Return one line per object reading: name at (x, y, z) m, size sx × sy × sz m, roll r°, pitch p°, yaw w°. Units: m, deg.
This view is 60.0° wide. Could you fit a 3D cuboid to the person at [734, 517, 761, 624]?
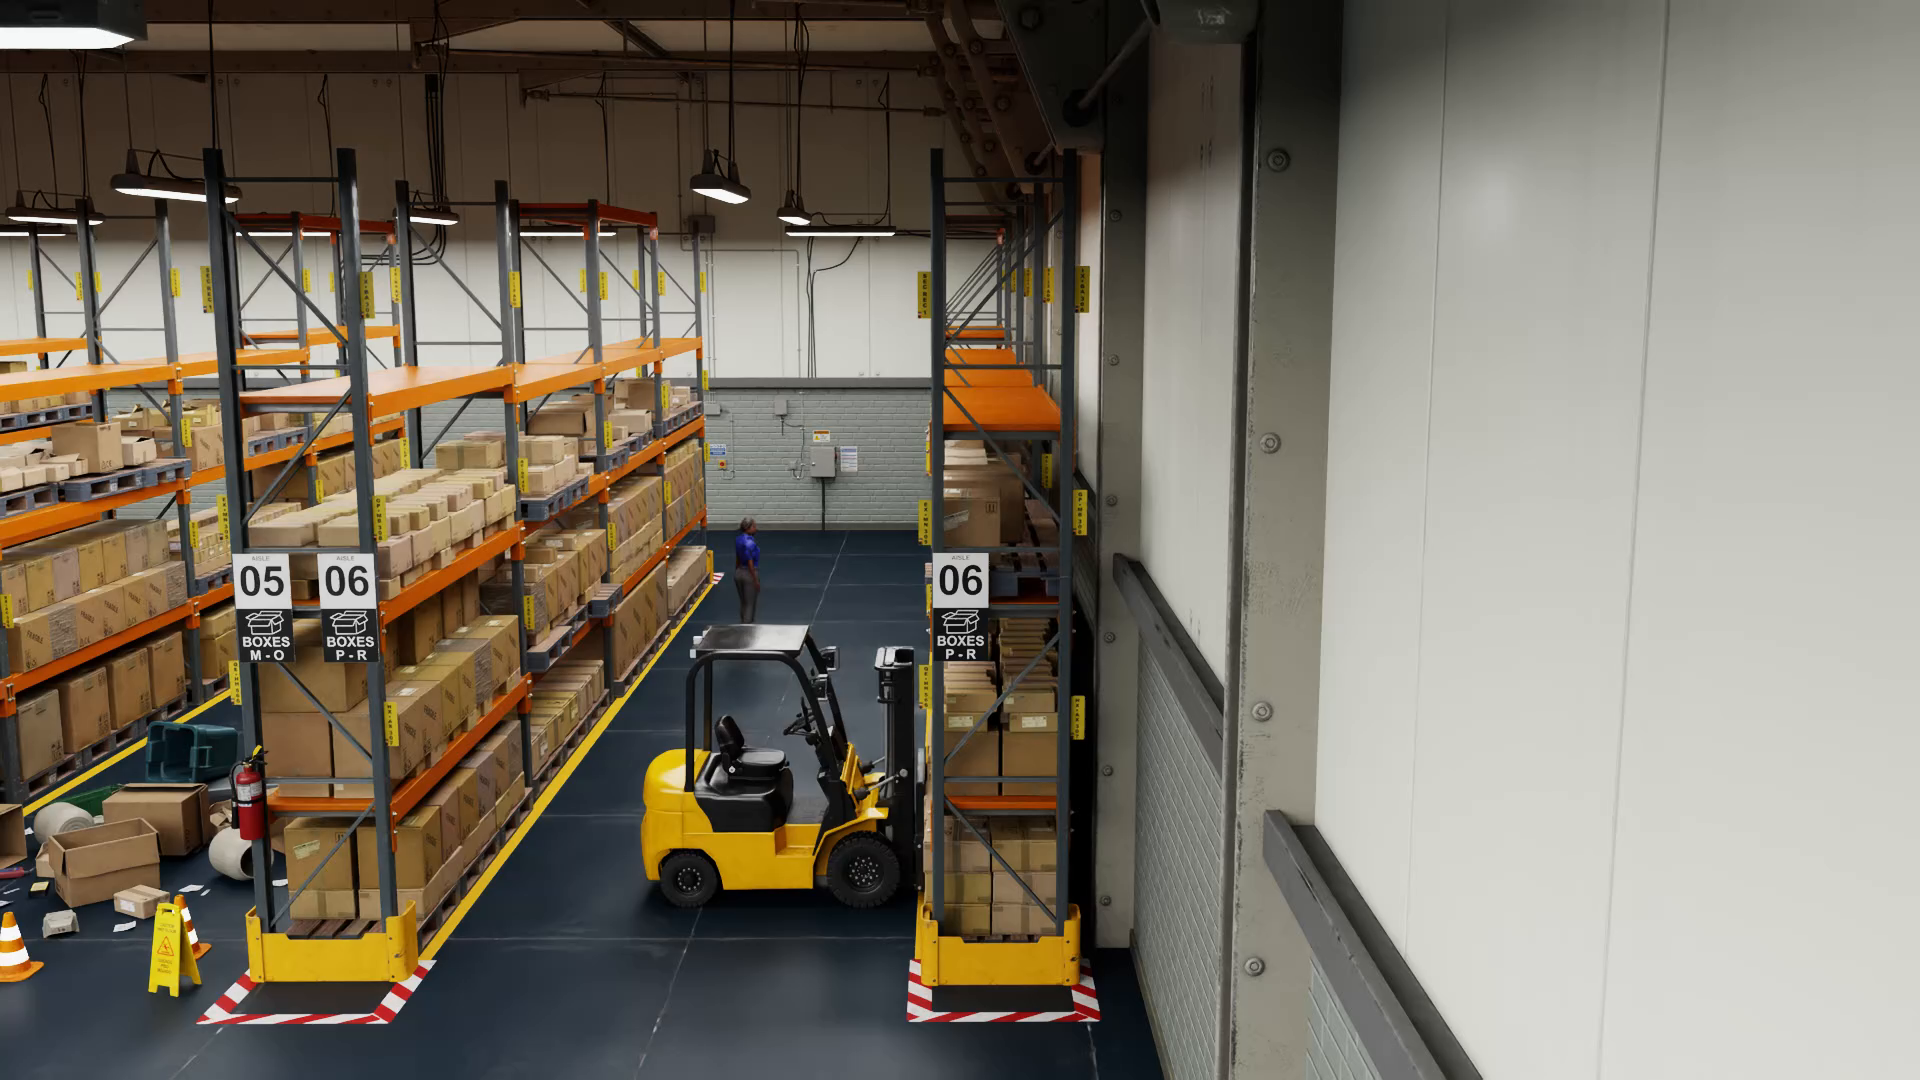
person at (-2.808, 0.563, 22.254) m, size 0.475 × 1.561 × 0.559 m, roll 8°, pitch 12°, yaw 40°
